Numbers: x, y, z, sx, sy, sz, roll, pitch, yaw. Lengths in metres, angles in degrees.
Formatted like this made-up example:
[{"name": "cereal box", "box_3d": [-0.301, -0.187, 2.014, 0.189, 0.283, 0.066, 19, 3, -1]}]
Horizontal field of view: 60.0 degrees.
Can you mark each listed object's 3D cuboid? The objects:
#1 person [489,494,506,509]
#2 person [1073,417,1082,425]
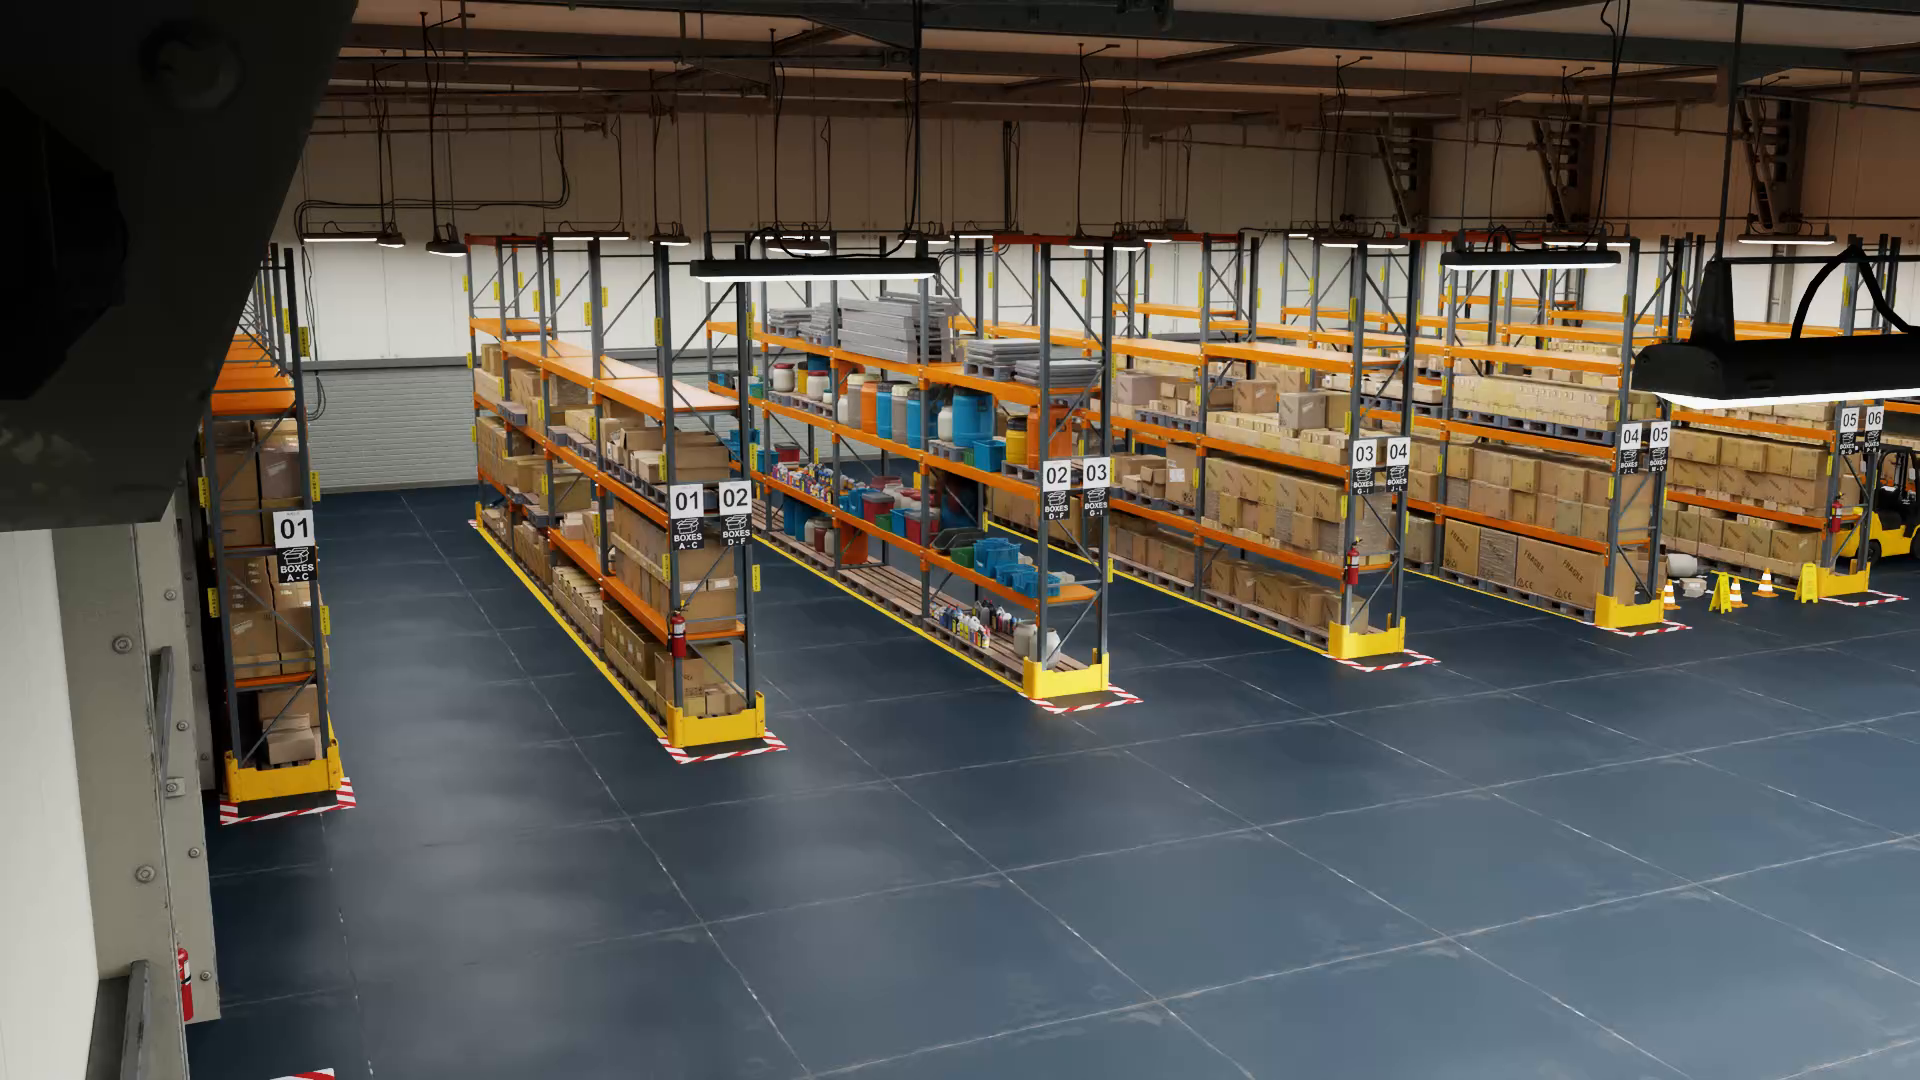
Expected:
[{"name": "person", "box_3d": [-9.783, -1.268, 35.728, 0.692, 1.578, 0.622, -4, 12, -19]}, {"name": "person", "box_3d": [2.732, -2.064, 39.449, 0.615, 1.732, 0.765, -2, 11, -10]}]
